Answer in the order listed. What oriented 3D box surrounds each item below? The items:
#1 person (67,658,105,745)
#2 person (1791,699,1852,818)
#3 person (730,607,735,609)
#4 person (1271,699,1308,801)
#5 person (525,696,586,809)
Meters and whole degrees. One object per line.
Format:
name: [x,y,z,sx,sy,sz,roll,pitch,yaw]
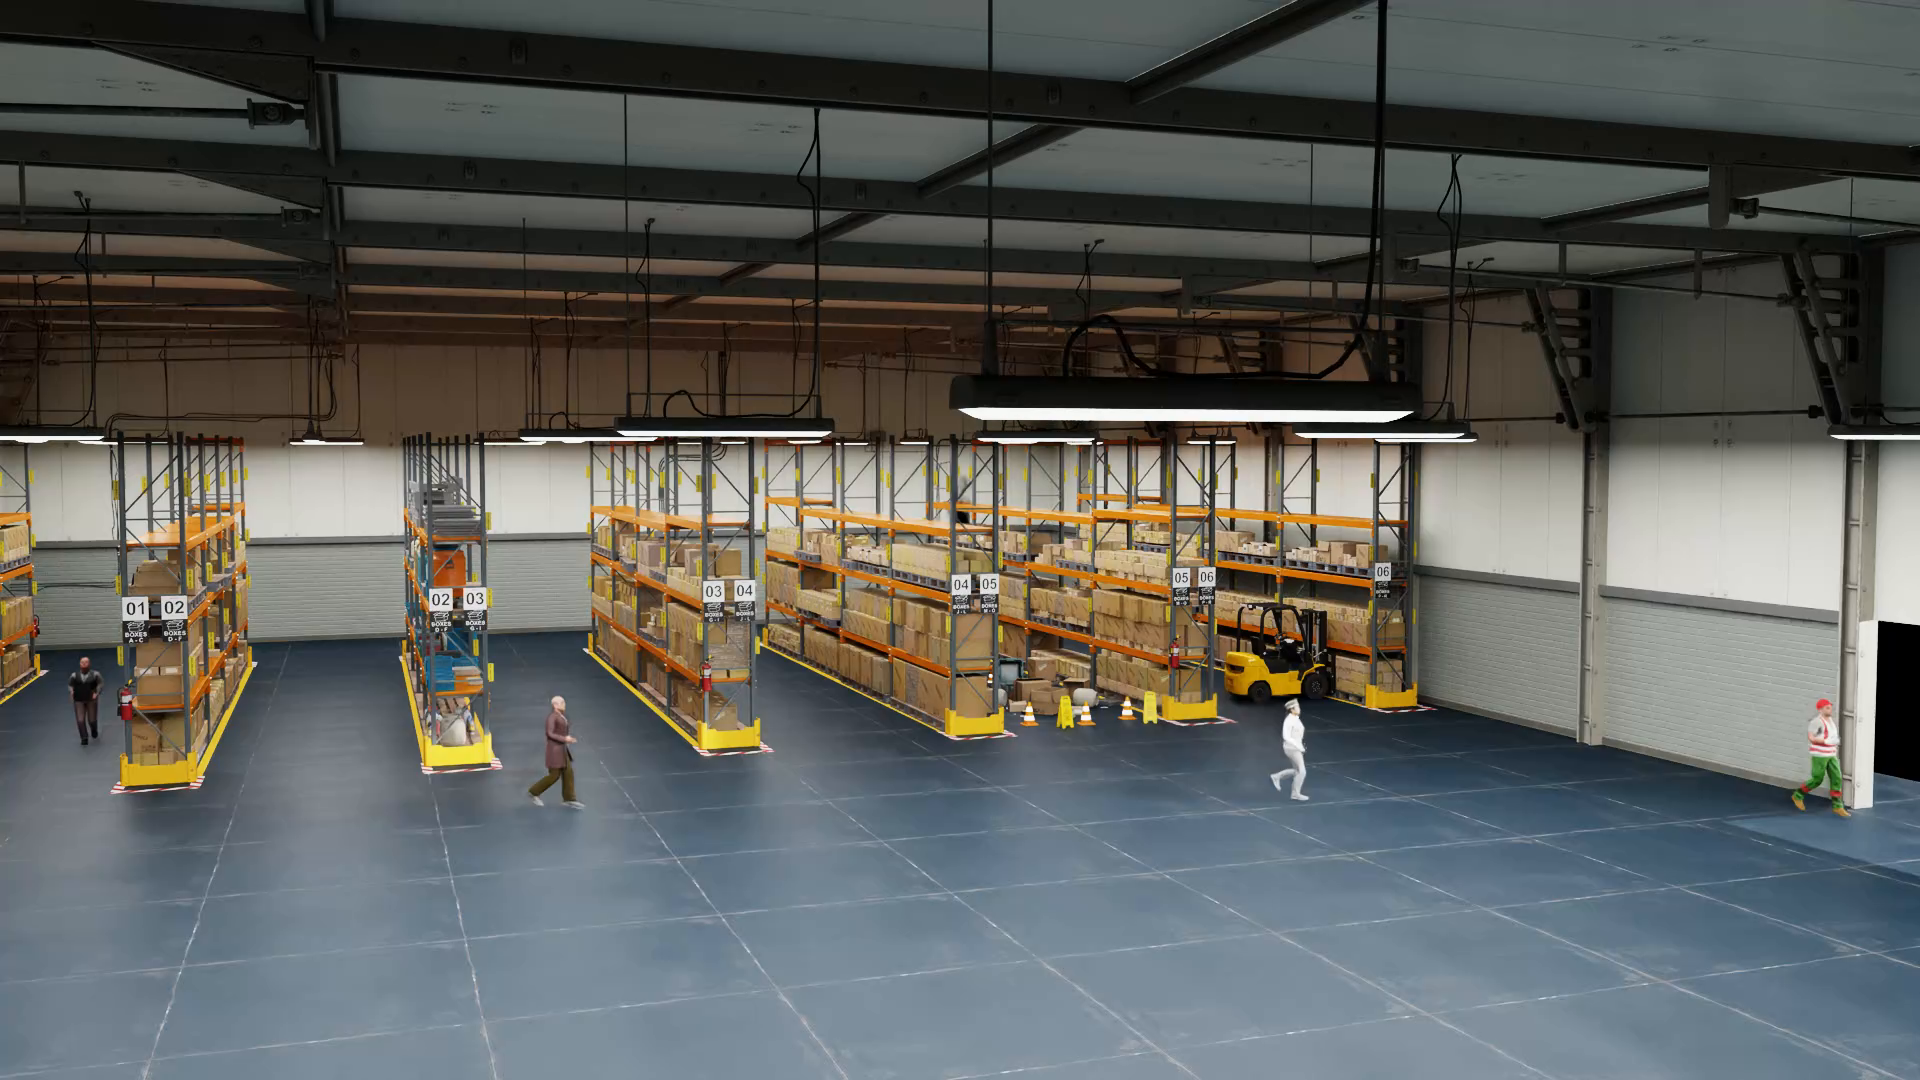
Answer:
person: [-16.883,3.106,32.102,0.657,1.669,0.612,-1,3,-21]
person: [13.432,3.373,25.885,0.663,1.800,0.895,-2,4,-31]
person: [-6.647,2.253,47.275,0.740,1.735,0.695,0,3,7]
person: [5.357,3.392,27.042,0.623,1.652,0.642,1,3,20]
person: [-6.415,3.370,26.356,0.933,1.799,0.734,0,3,4]
